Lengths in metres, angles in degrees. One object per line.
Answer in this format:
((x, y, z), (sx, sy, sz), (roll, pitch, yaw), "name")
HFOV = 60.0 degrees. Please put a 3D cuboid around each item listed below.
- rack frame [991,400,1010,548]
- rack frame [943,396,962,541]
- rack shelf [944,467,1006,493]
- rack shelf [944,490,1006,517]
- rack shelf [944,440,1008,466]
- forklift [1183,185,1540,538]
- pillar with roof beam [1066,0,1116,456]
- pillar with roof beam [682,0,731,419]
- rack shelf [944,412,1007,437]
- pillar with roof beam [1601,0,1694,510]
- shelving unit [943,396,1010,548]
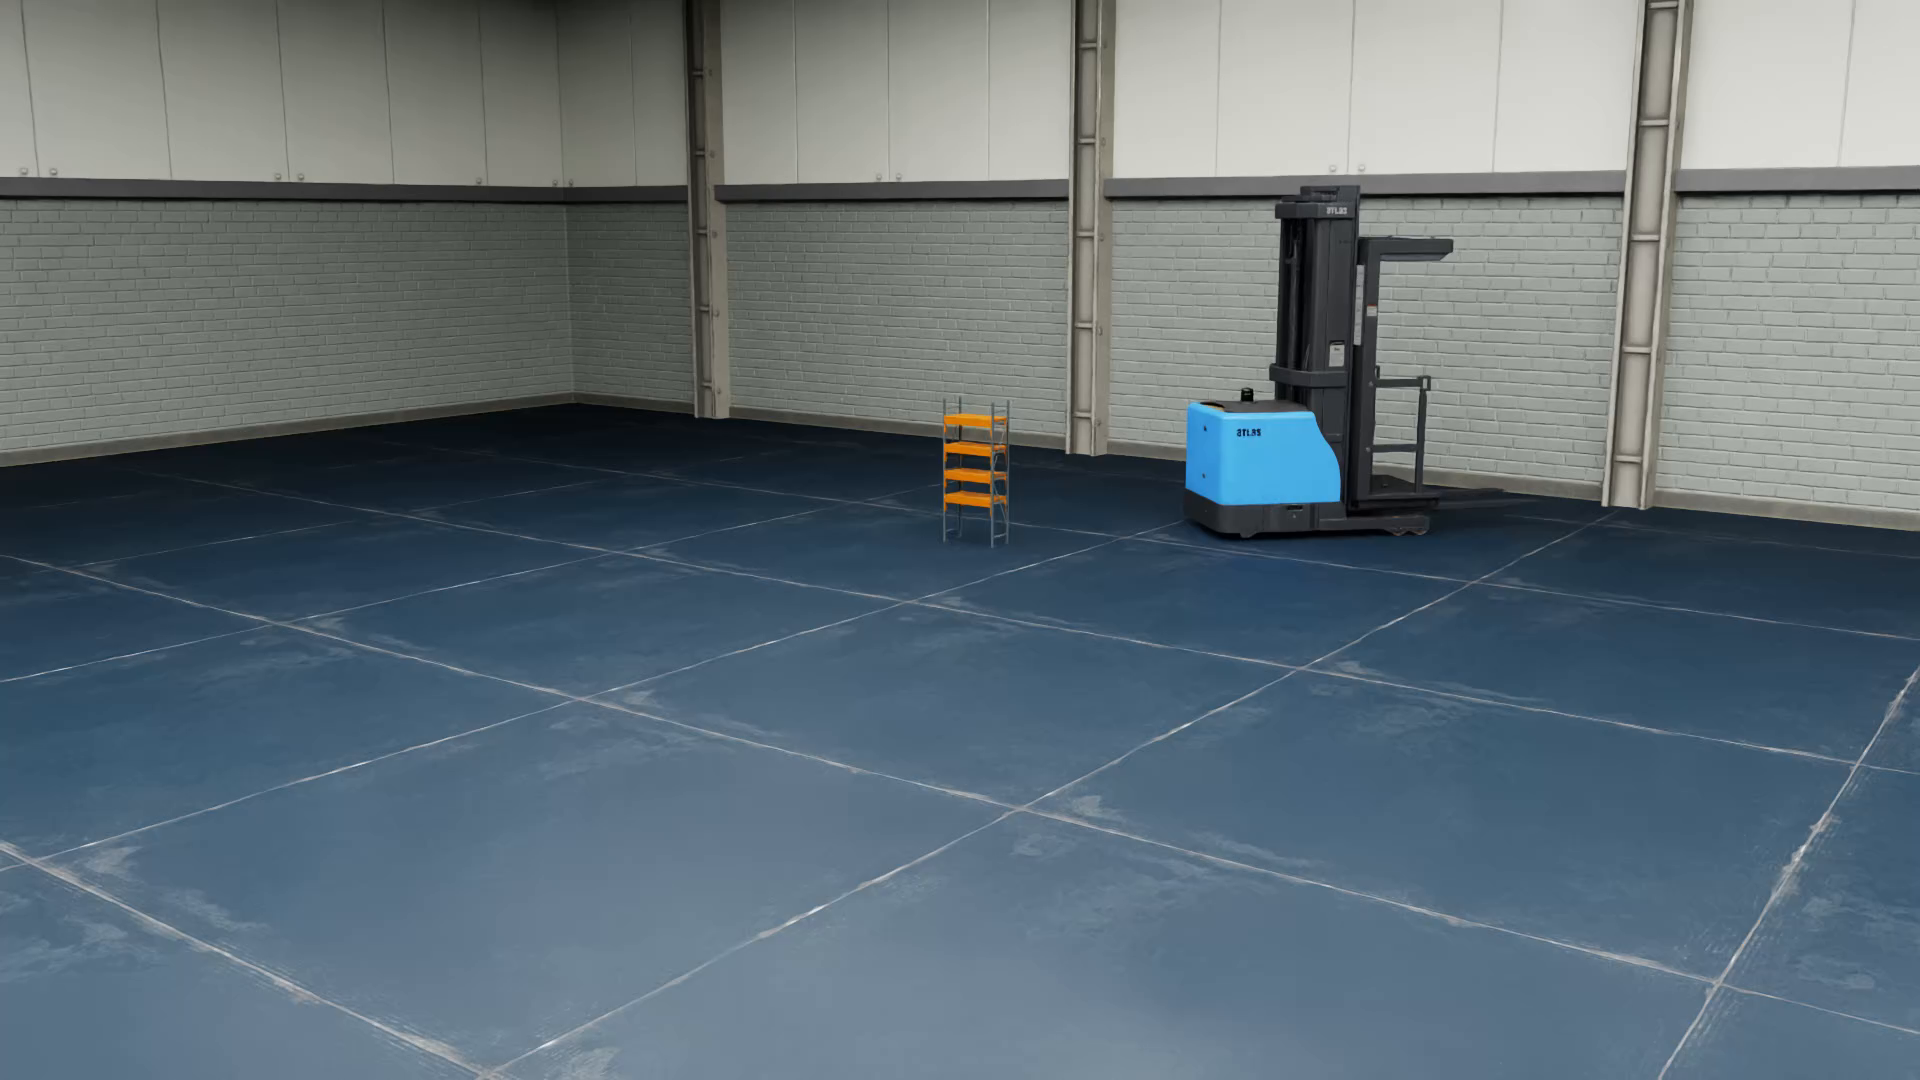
((0.330, -0.543, 13.678), (0.015, 1.200, 0.240), (8, 13, 36), "rack frame")
((-0.063, -0.598, 13.961), (0.015, 1.200, 0.240), (8, 13, 36), "rack frame")
((0.133, -0.504, 13.832), (0.480, 0.148, 0.258), (8, 13, 36), "rack shelf")
((0.133, -0.309, 13.870), (0.480, 0.148, 0.258), (8, 13, 36), "rack shelf")
((0.133, -0.724, 13.790), (0.480, 0.148, 0.258), (8, 13, 36), "rack shelf")
((3.562, -1.572, 14.440), (3.031, 2.935, 1.130), (-2, 11, -11), "forklift")
((-1.084, -4.757, 14.925), (0.400, 9.000, 9.100), (8, 13, 36), "pillar with roof beam")
((-5.920, -5.431, 18.411), (0.400, 9.000, 9.100), (8, 13, 36), "pillar with roof beam")
((0.133, -0.956, 13.745), (0.480, 0.148, 0.258), (8, 13, 36), "rack shelf")
((3.752, -4.082, 11.438), (0.400, 9.000, 9.100), (8, 13, 36), "pillar with roof beam")
((0.133, -0.570, 13.820), (0.503, 1.200, 0.258), (8, 13, 36), "shelving unit")
